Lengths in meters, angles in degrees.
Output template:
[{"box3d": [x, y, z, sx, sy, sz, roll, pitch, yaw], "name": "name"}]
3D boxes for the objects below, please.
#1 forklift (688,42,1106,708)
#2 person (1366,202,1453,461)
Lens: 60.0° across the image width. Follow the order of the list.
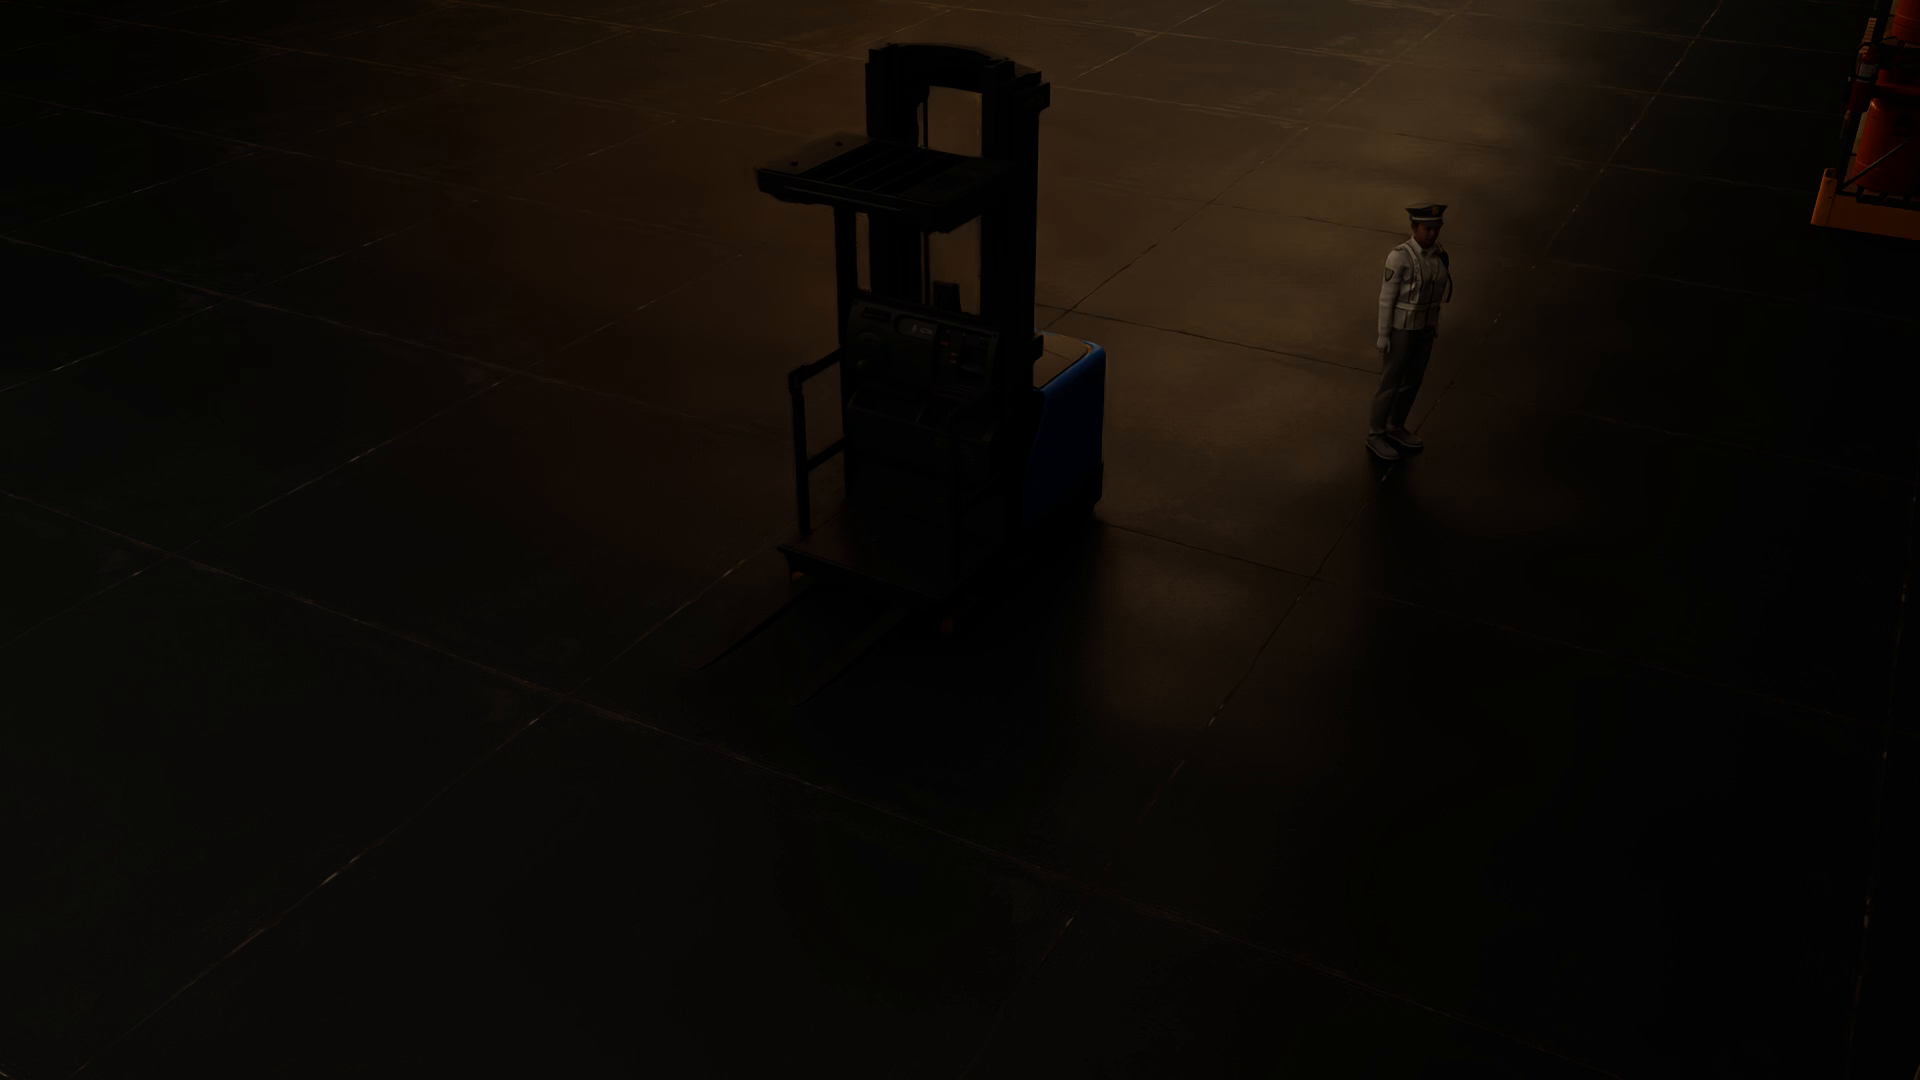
[{"box3d": [-0.314, -0.992, 8.789, 1.130, 2.935, 3.031, 17, 34, 27], "name": "forklift"}, {"box3d": [2.900, -1.355, 10.670, 0.513, 1.687, 0.342, -18, 35, -28], "name": "person"}]
